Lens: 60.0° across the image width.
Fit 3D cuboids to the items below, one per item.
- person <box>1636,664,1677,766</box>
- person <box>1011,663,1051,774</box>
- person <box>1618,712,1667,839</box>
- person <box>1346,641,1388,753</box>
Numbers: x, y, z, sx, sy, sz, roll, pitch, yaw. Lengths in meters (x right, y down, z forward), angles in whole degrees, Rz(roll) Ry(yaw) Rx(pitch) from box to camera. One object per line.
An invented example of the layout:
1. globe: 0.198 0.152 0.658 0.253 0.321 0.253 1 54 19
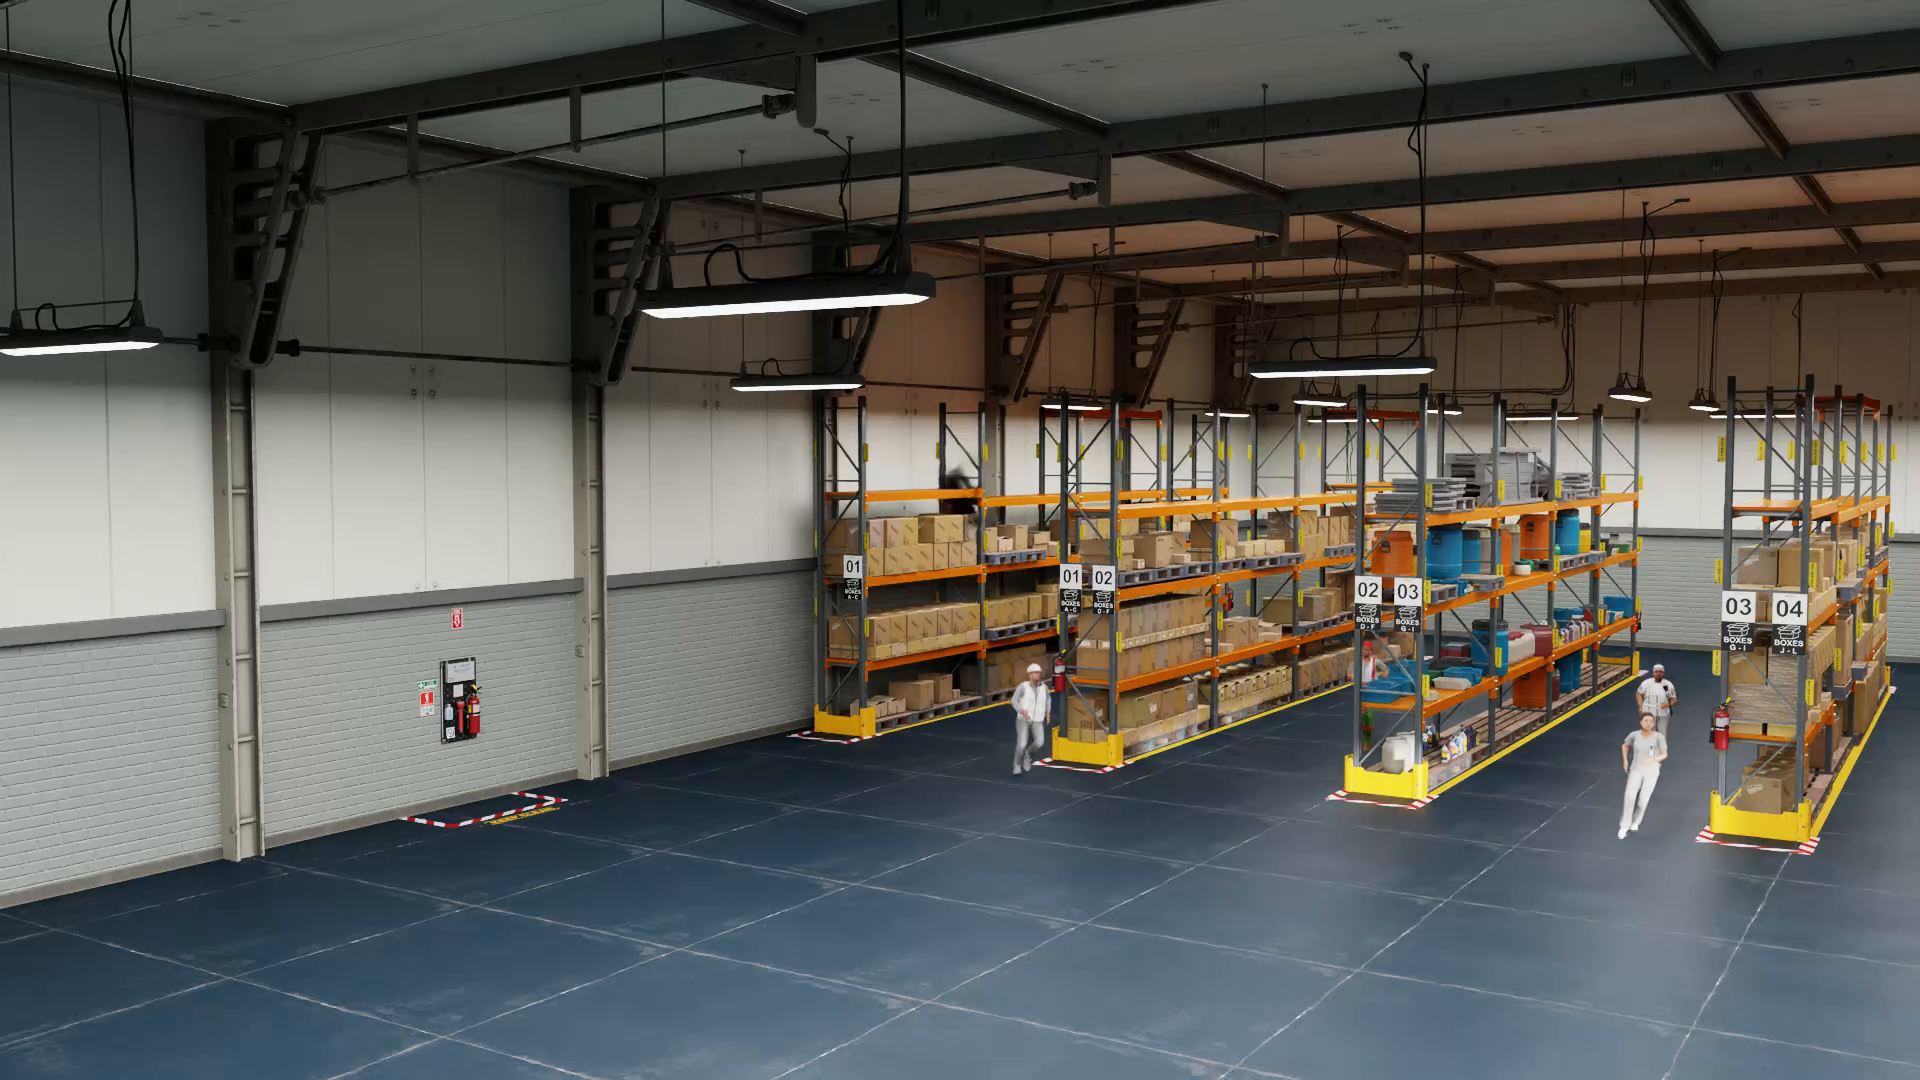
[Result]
1. person: 11.079 2.793 26.453 0.593 1.626 0.564 1 3 19
2. person: 1.139 2.778 25.812 0.705 1.717 0.583 -1 3 -15
3. person: 8.937 3.072 21.756 0.571 1.662 0.681 1 3 24
4. person: 6.842 2.619 28.056 0.632 1.832 0.765 2 3 28
